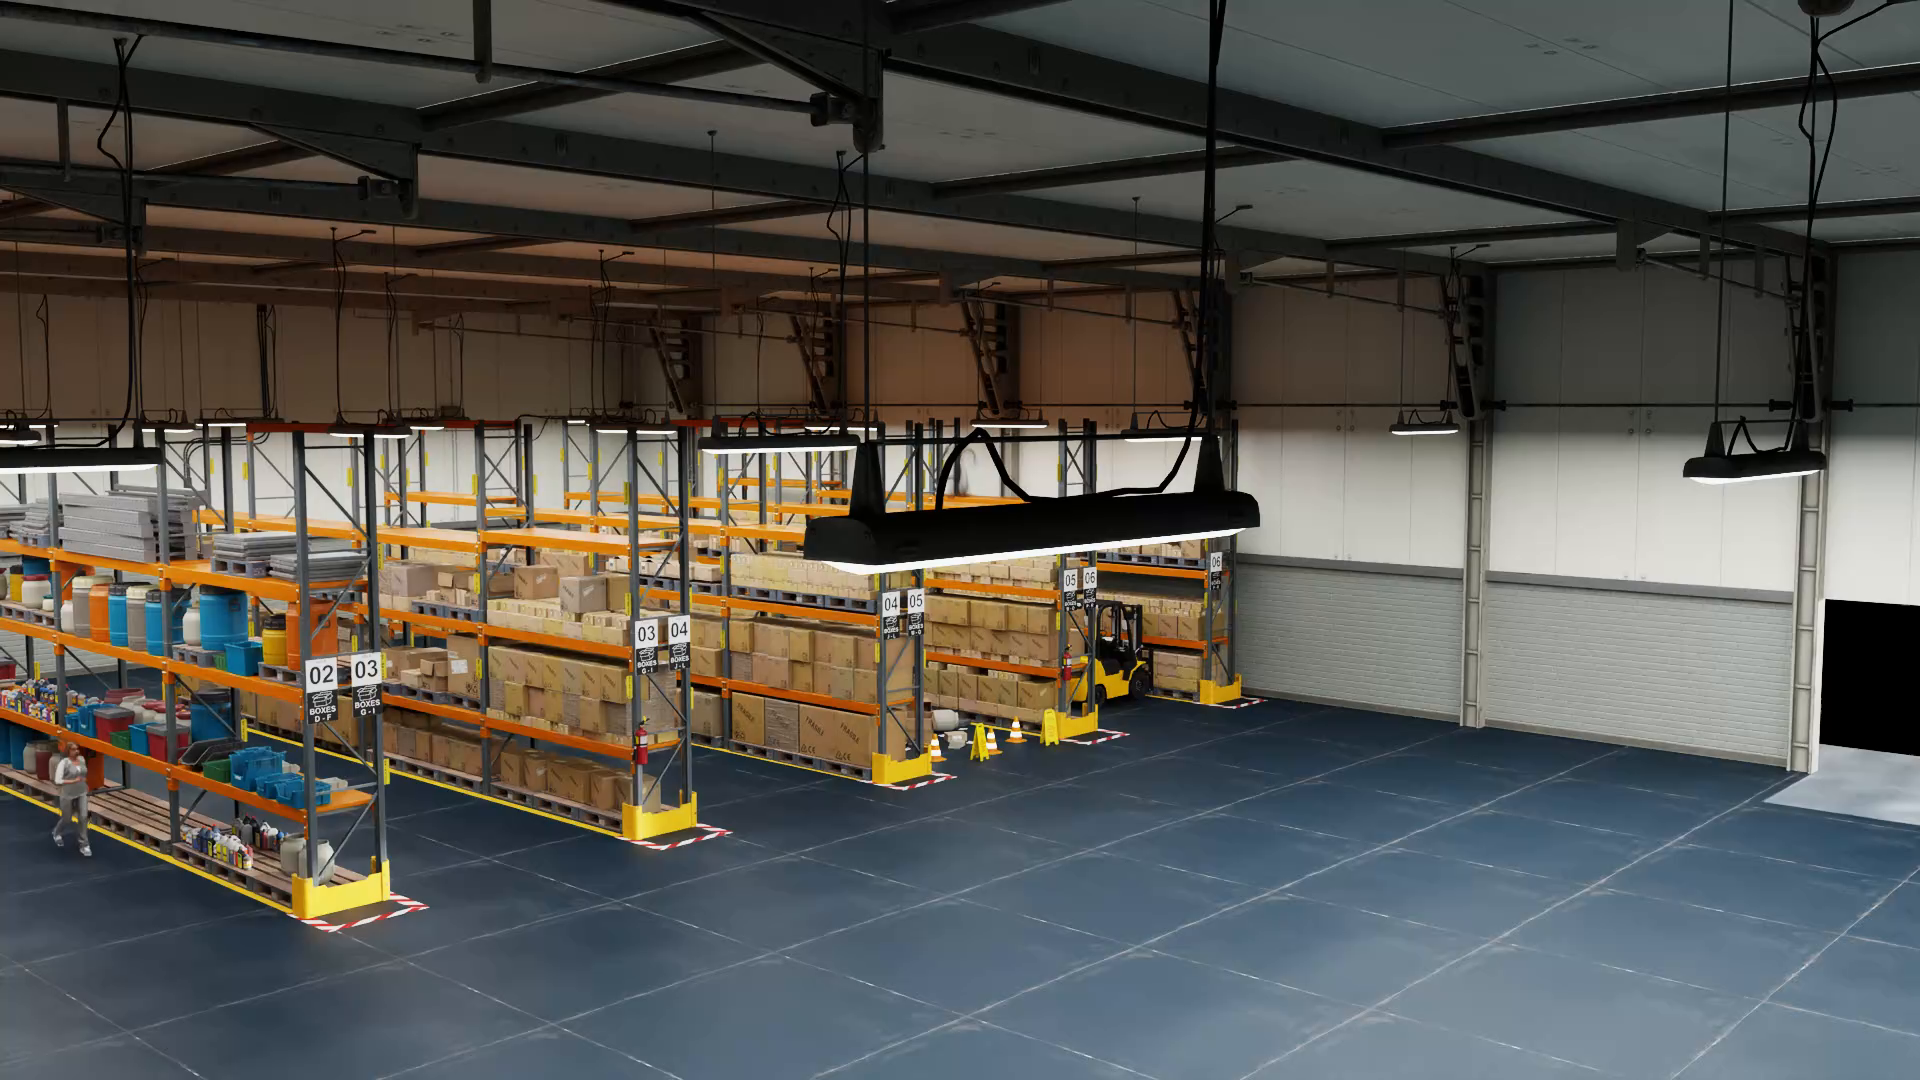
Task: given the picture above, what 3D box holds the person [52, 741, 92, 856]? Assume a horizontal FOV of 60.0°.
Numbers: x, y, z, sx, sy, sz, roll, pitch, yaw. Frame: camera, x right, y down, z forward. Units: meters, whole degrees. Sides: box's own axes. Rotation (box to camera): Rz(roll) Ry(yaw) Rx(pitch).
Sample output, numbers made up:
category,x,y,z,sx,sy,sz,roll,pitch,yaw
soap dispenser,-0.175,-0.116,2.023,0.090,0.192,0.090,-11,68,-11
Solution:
category,x,y,z,sx,sy,sz,roll,pitch,yaw
person,-12.468,3.603,23.349,0.881,1.586,0.537,3,6,34
